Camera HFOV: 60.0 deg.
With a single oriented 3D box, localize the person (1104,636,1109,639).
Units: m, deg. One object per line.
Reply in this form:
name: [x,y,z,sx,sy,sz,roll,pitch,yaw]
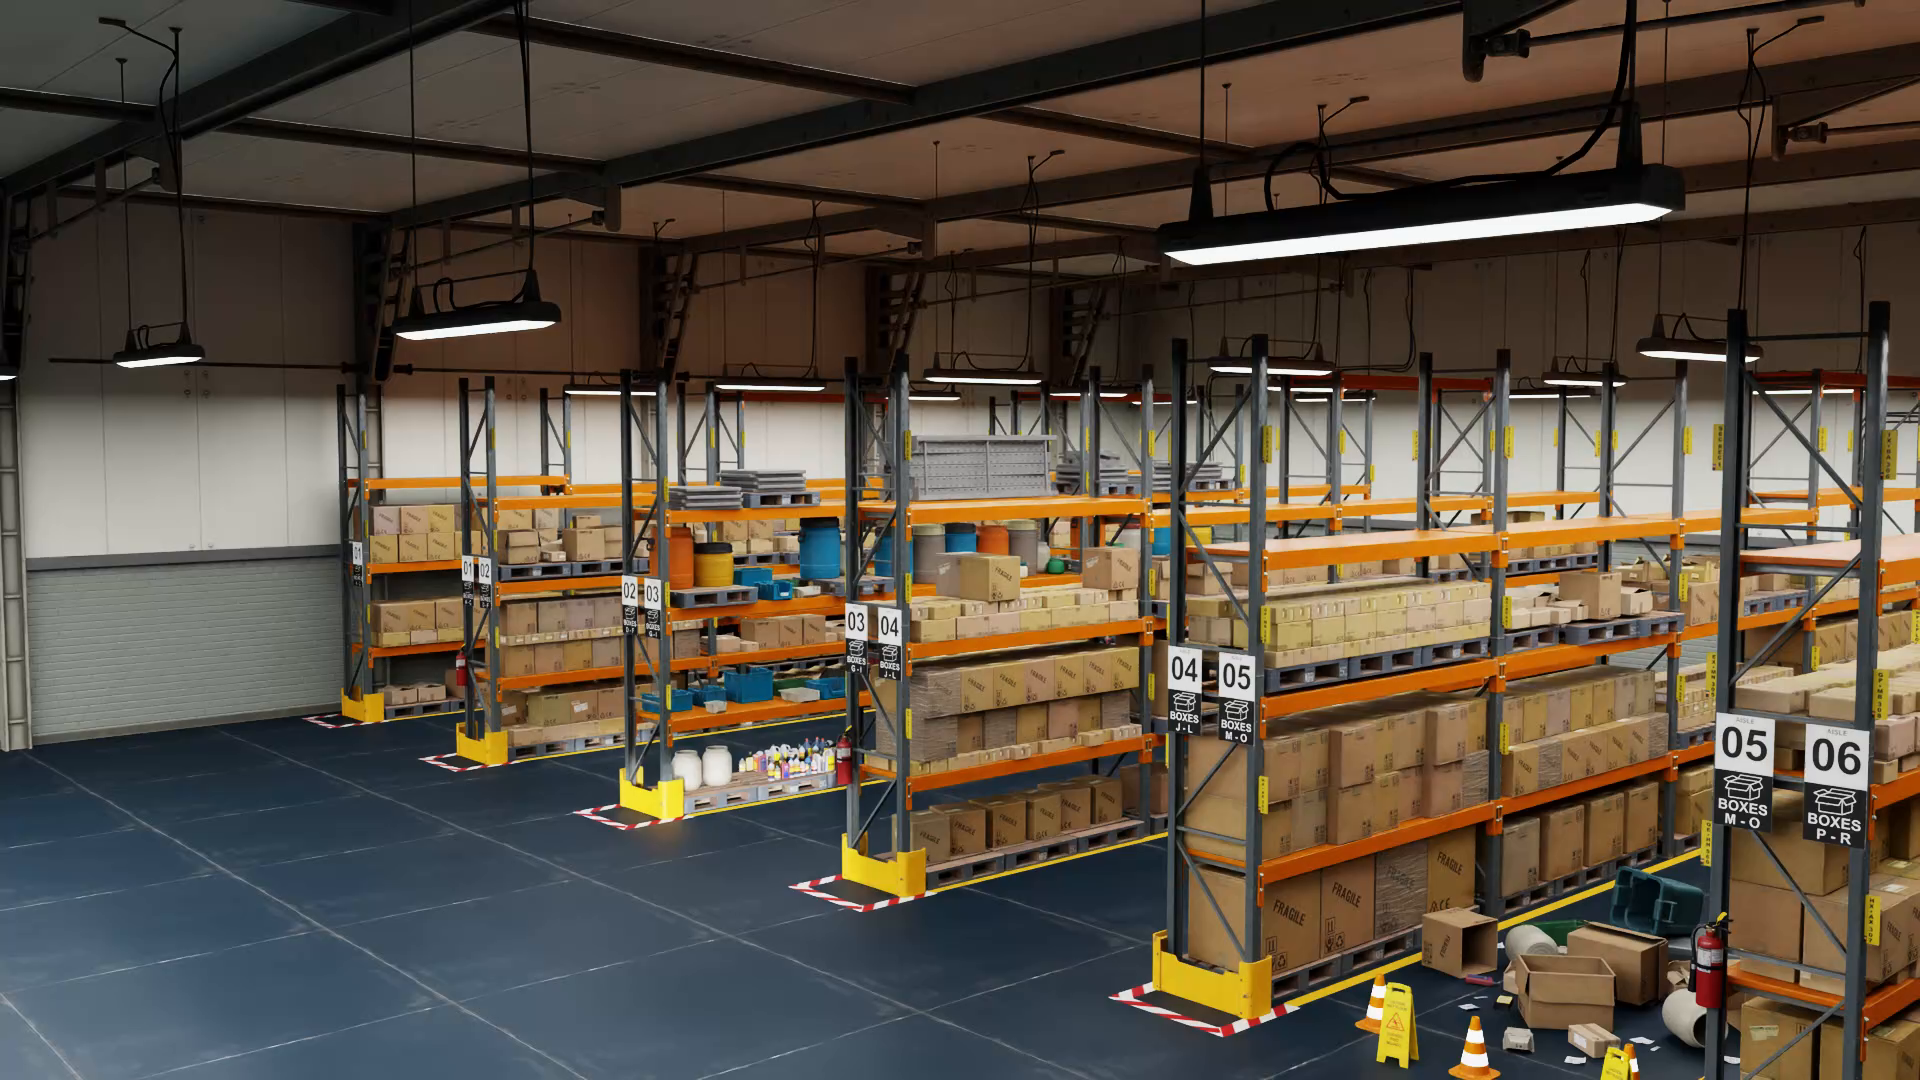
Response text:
person: [3.442,1.757,38.611,1.076,1.704,0.595,-3,5,-39]
